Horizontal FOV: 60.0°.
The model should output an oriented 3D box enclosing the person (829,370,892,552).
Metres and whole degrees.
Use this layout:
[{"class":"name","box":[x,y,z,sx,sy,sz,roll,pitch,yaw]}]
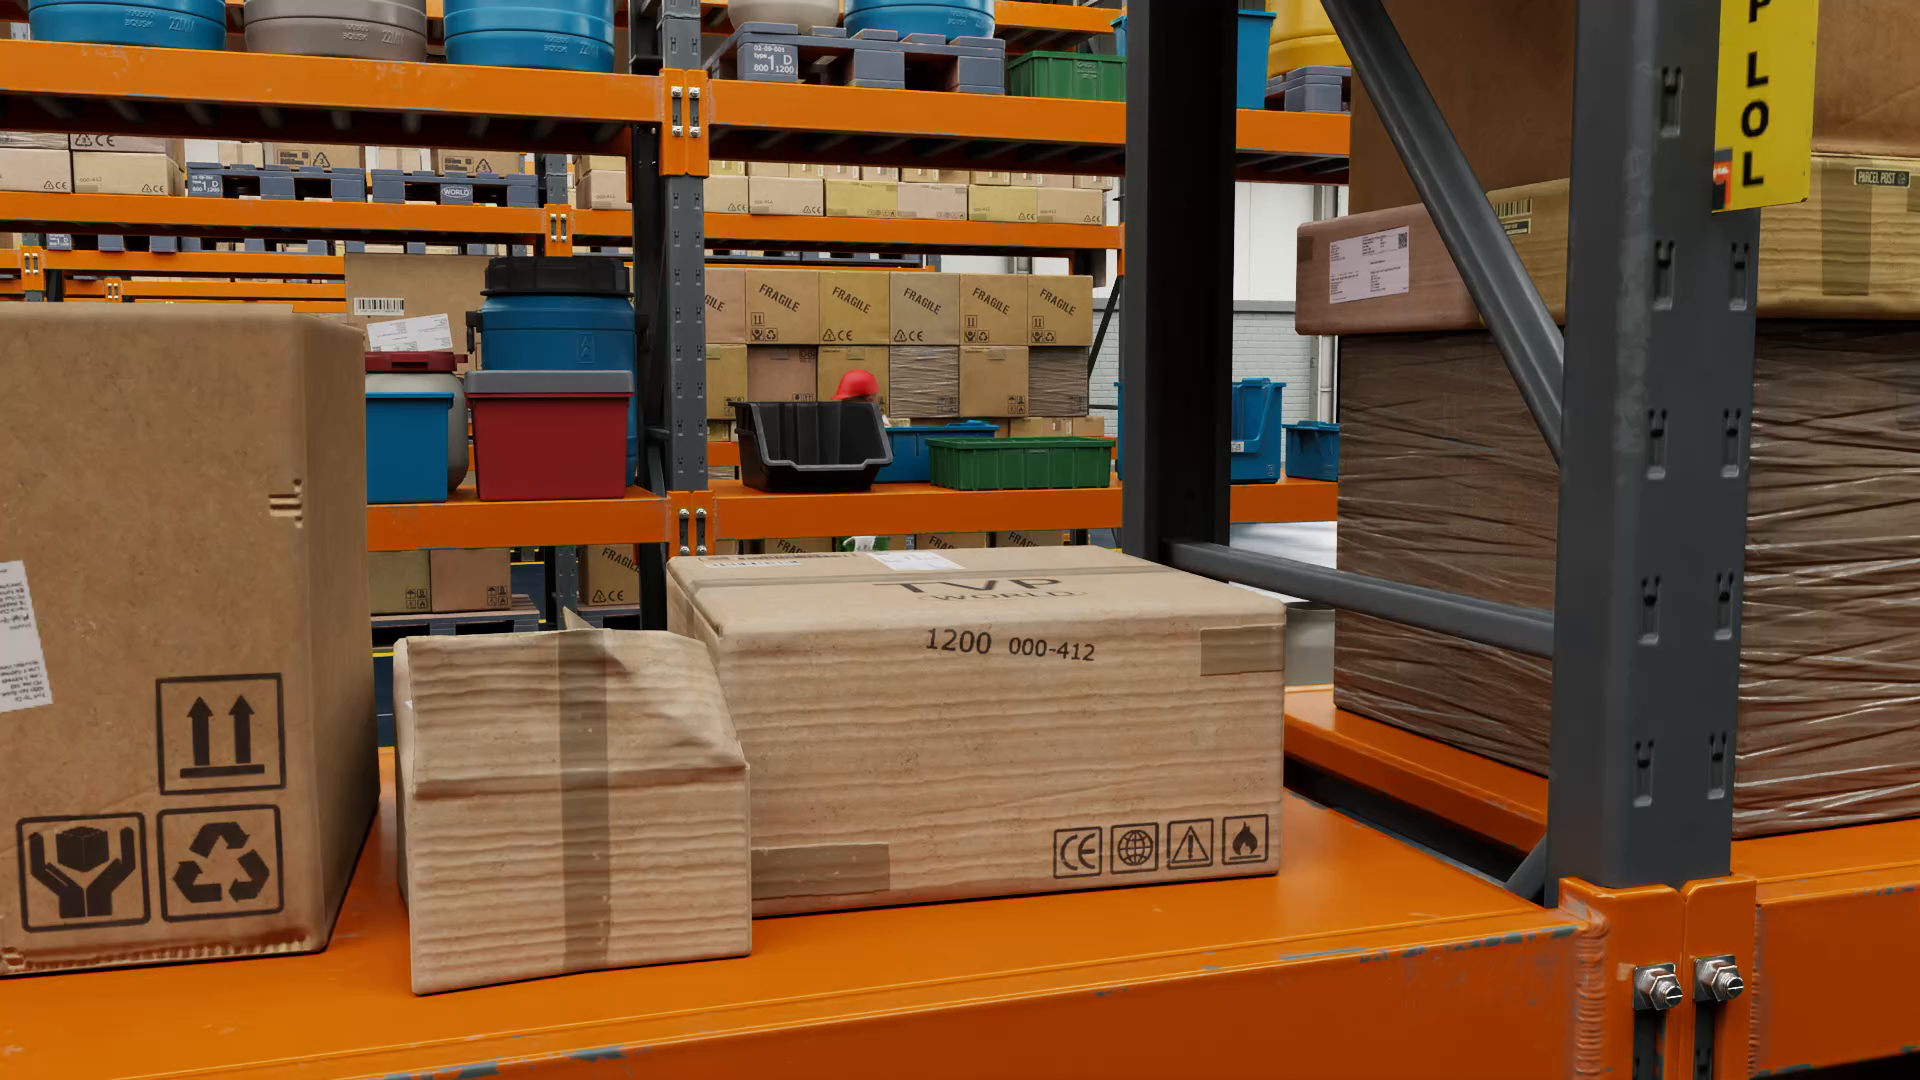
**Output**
[{"class":"person","box":[-0.520,-0.021,8.926,0.364,1.775,0.529,-2,6,-18]}]
